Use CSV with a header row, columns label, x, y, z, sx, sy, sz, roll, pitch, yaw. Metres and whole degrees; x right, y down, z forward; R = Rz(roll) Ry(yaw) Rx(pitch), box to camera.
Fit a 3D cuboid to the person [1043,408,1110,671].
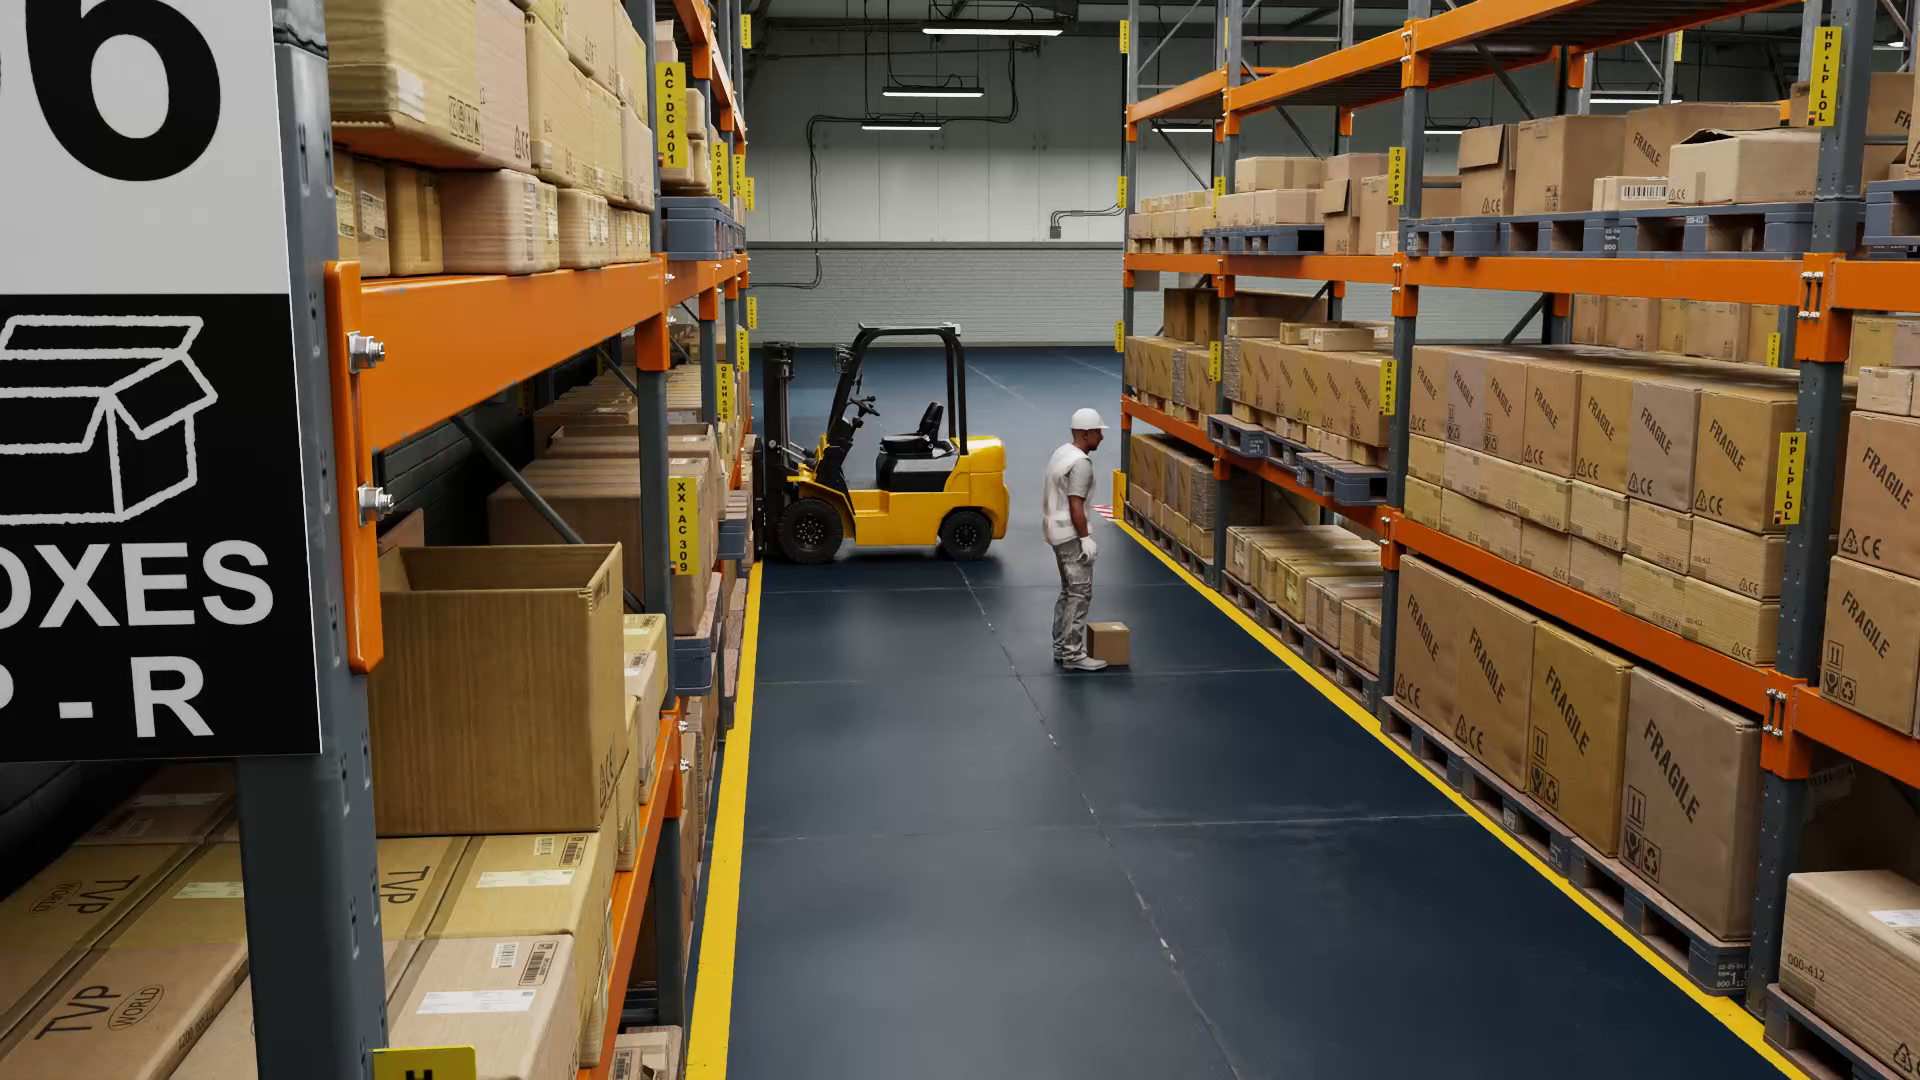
label,x,y,z,sx,sy,sz,roll,pitch,yaw
person,0.804,-0.017,11.461,0.446,1.775,0.617,-1,10,-6
